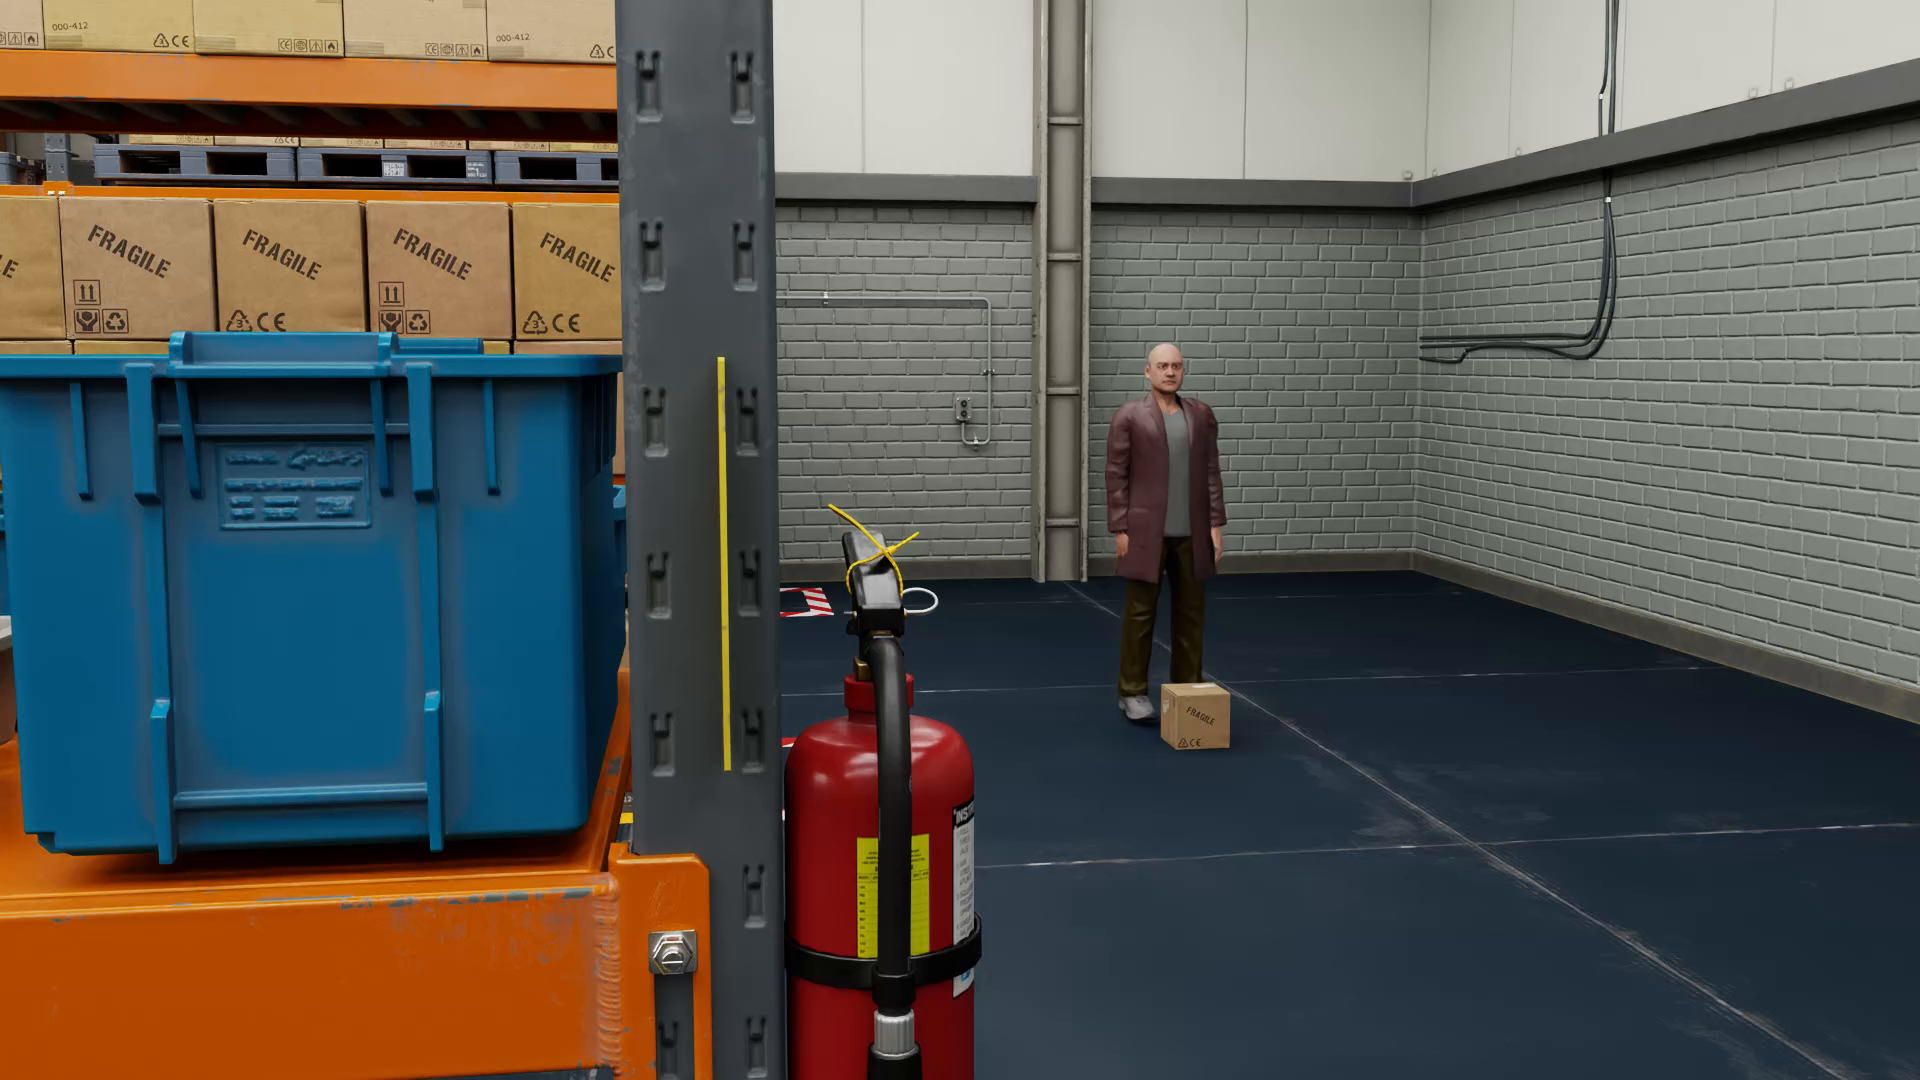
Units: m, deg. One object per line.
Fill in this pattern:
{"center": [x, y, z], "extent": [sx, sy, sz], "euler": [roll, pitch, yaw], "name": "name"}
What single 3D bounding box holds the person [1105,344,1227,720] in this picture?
{"center": [0.993, -0.032, 7.952], "extent": [0.589, 1.802, 0.379], "euler": [-2, 7, -14], "name": "person"}
